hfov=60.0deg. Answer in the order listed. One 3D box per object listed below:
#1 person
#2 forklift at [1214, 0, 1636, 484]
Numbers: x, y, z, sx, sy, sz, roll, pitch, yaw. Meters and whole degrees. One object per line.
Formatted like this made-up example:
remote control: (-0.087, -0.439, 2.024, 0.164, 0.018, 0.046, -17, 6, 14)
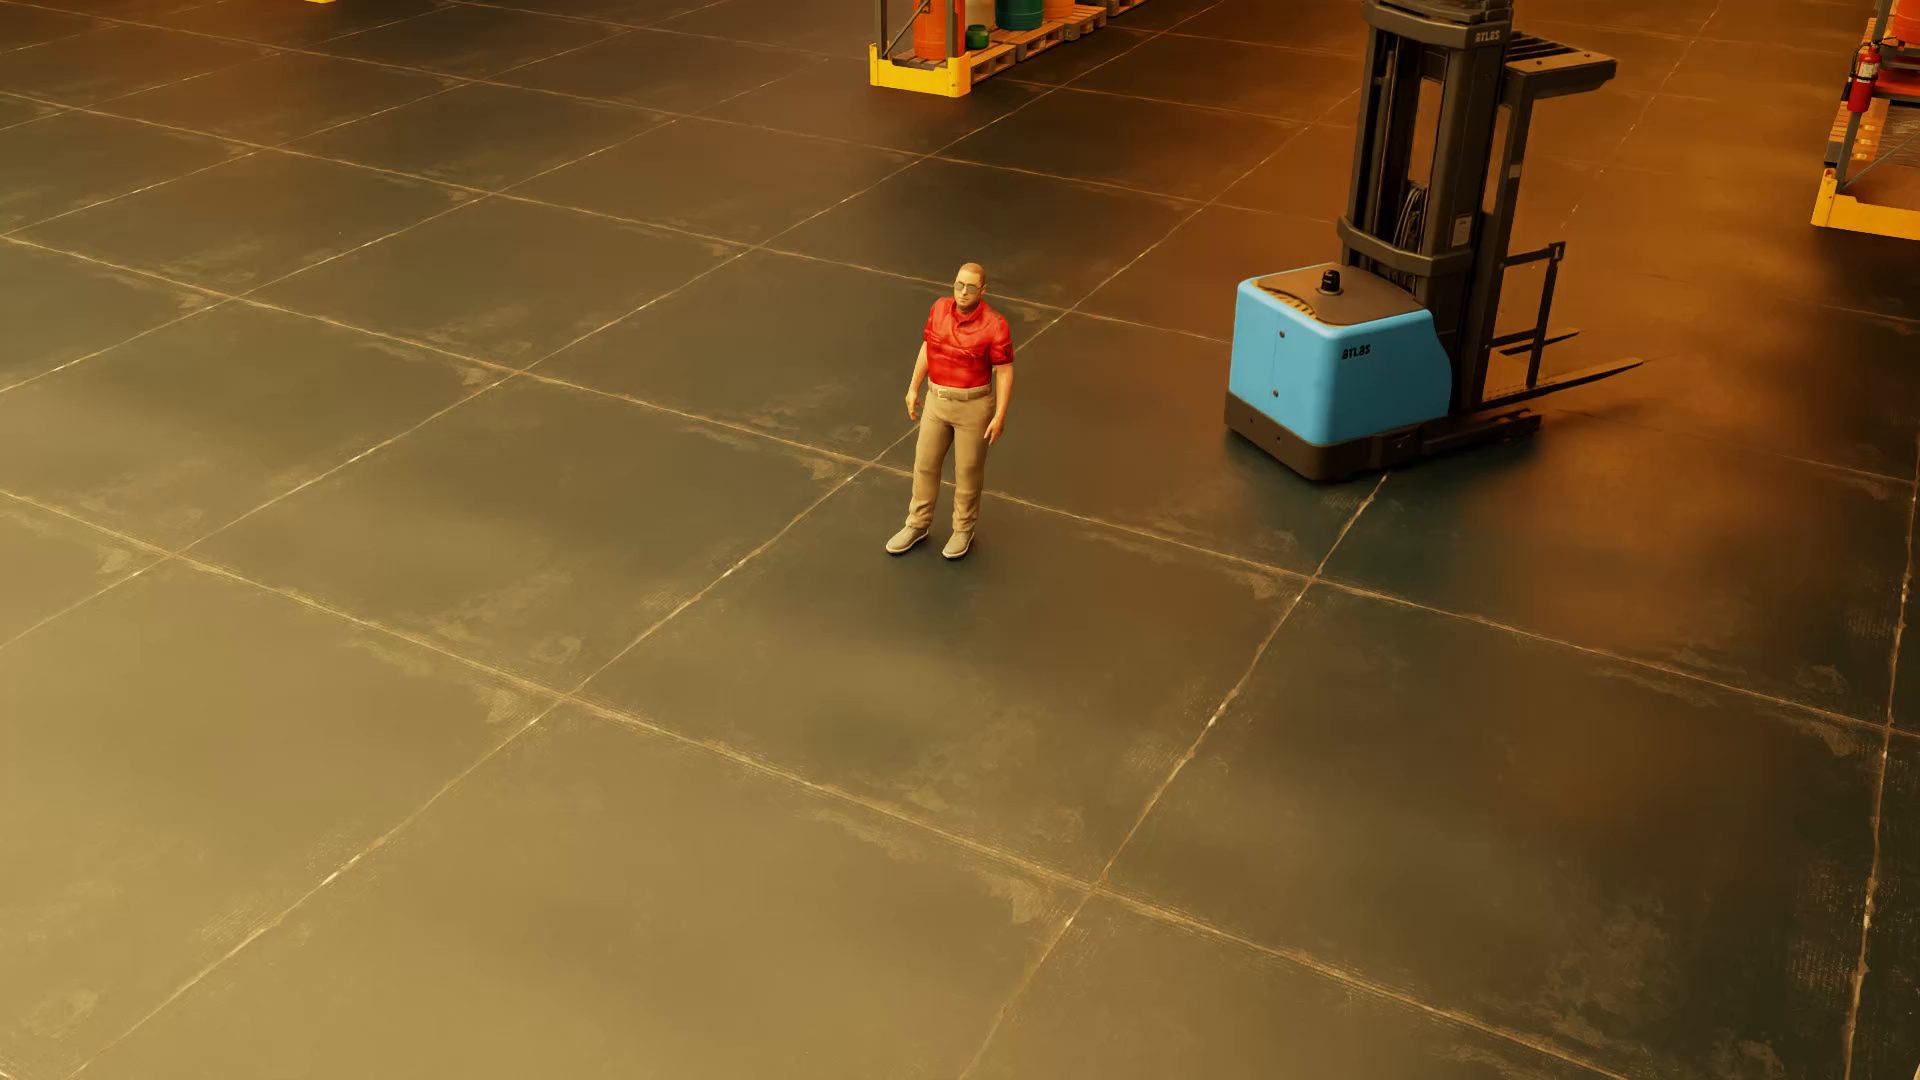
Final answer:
person: (-0.054, -0.719, 9.503, 0.641, 1.728, 0.550, 15, 33, 25)
forklift: (3.268, -2.126, 10.755, 3.031, 2.935, 1.130, -14, 33, -23)
